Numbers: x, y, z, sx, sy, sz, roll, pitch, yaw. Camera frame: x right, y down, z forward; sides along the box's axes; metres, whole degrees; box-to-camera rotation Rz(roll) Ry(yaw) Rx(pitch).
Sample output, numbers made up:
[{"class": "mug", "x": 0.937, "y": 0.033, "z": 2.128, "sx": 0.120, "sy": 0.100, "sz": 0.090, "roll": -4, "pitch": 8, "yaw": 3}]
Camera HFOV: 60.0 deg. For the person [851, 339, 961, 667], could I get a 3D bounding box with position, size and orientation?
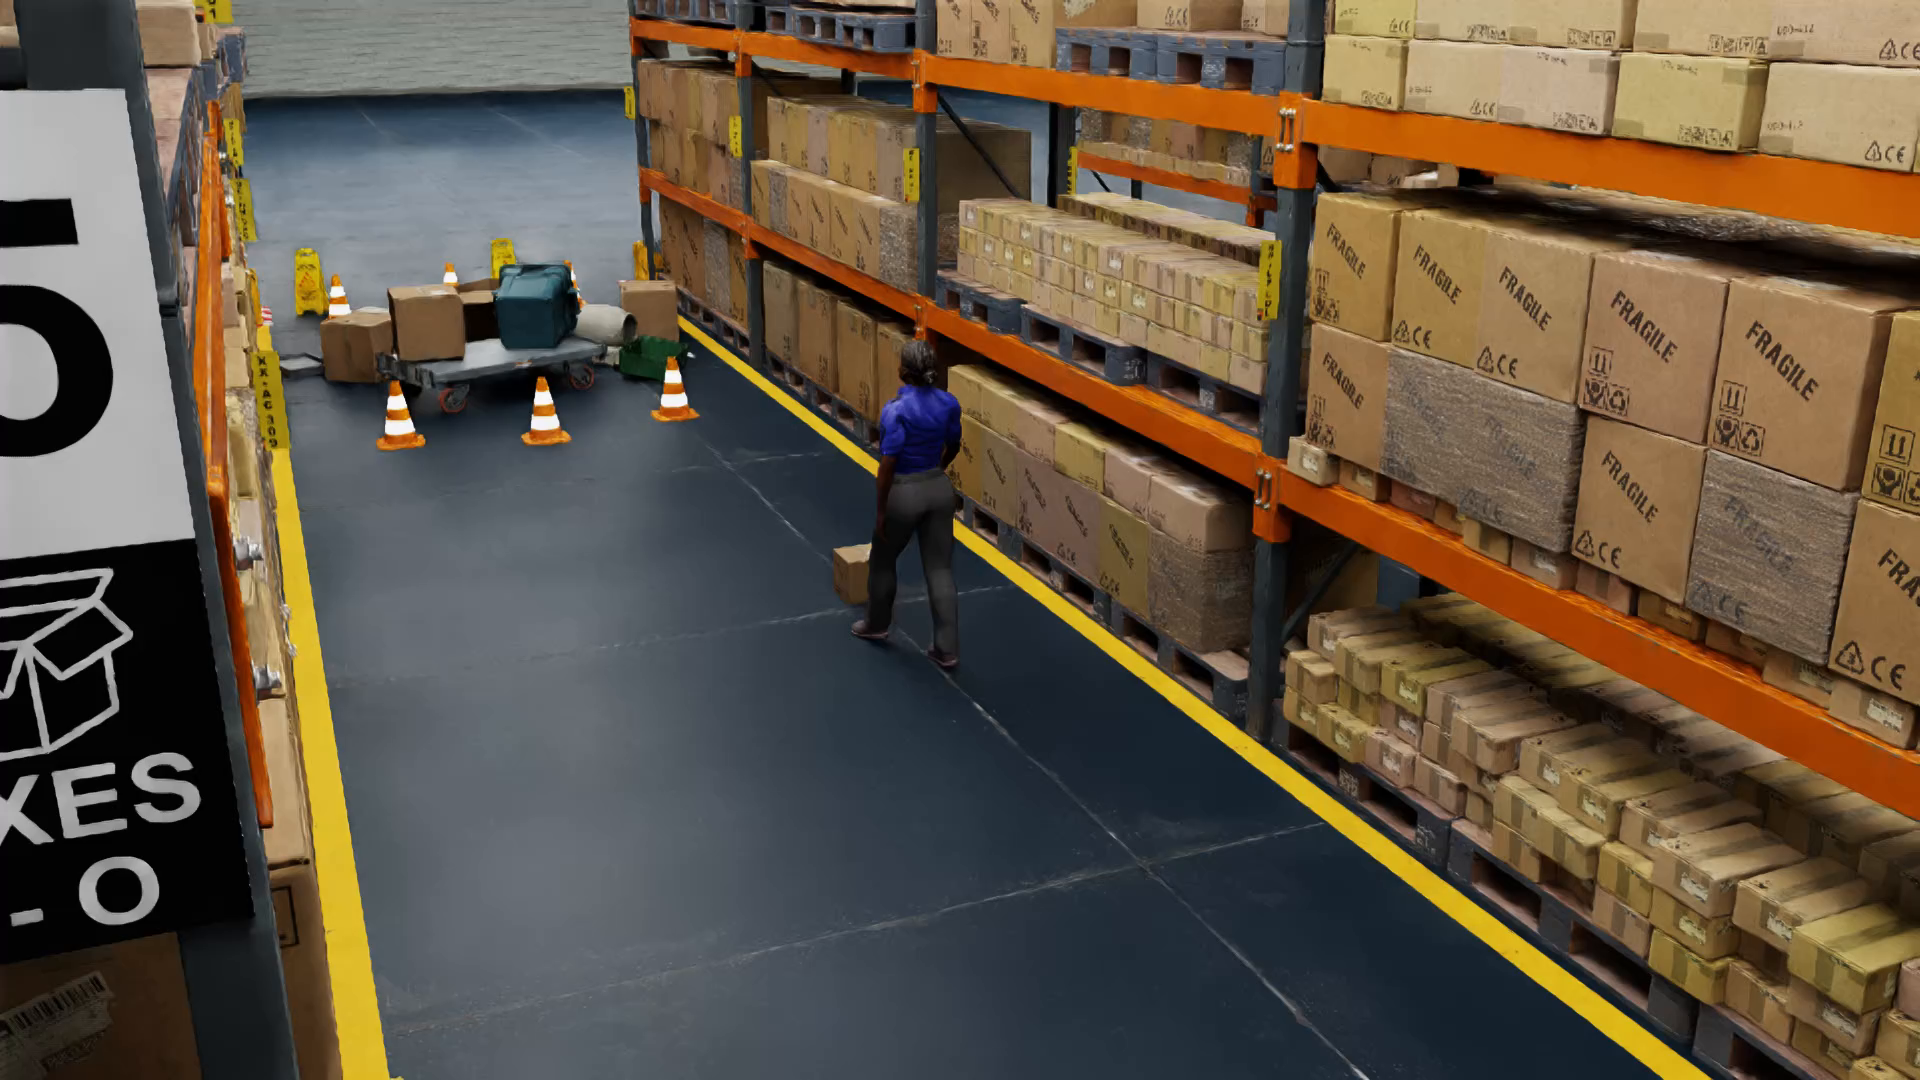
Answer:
[{"class": "person", "x": -0.277, "y": -0.216, "z": 8.237, "sx": 0.518, "sy": 1.644, "sz": 0.758, "roll": -10, "pitch": 22, "yaw": -28}]
